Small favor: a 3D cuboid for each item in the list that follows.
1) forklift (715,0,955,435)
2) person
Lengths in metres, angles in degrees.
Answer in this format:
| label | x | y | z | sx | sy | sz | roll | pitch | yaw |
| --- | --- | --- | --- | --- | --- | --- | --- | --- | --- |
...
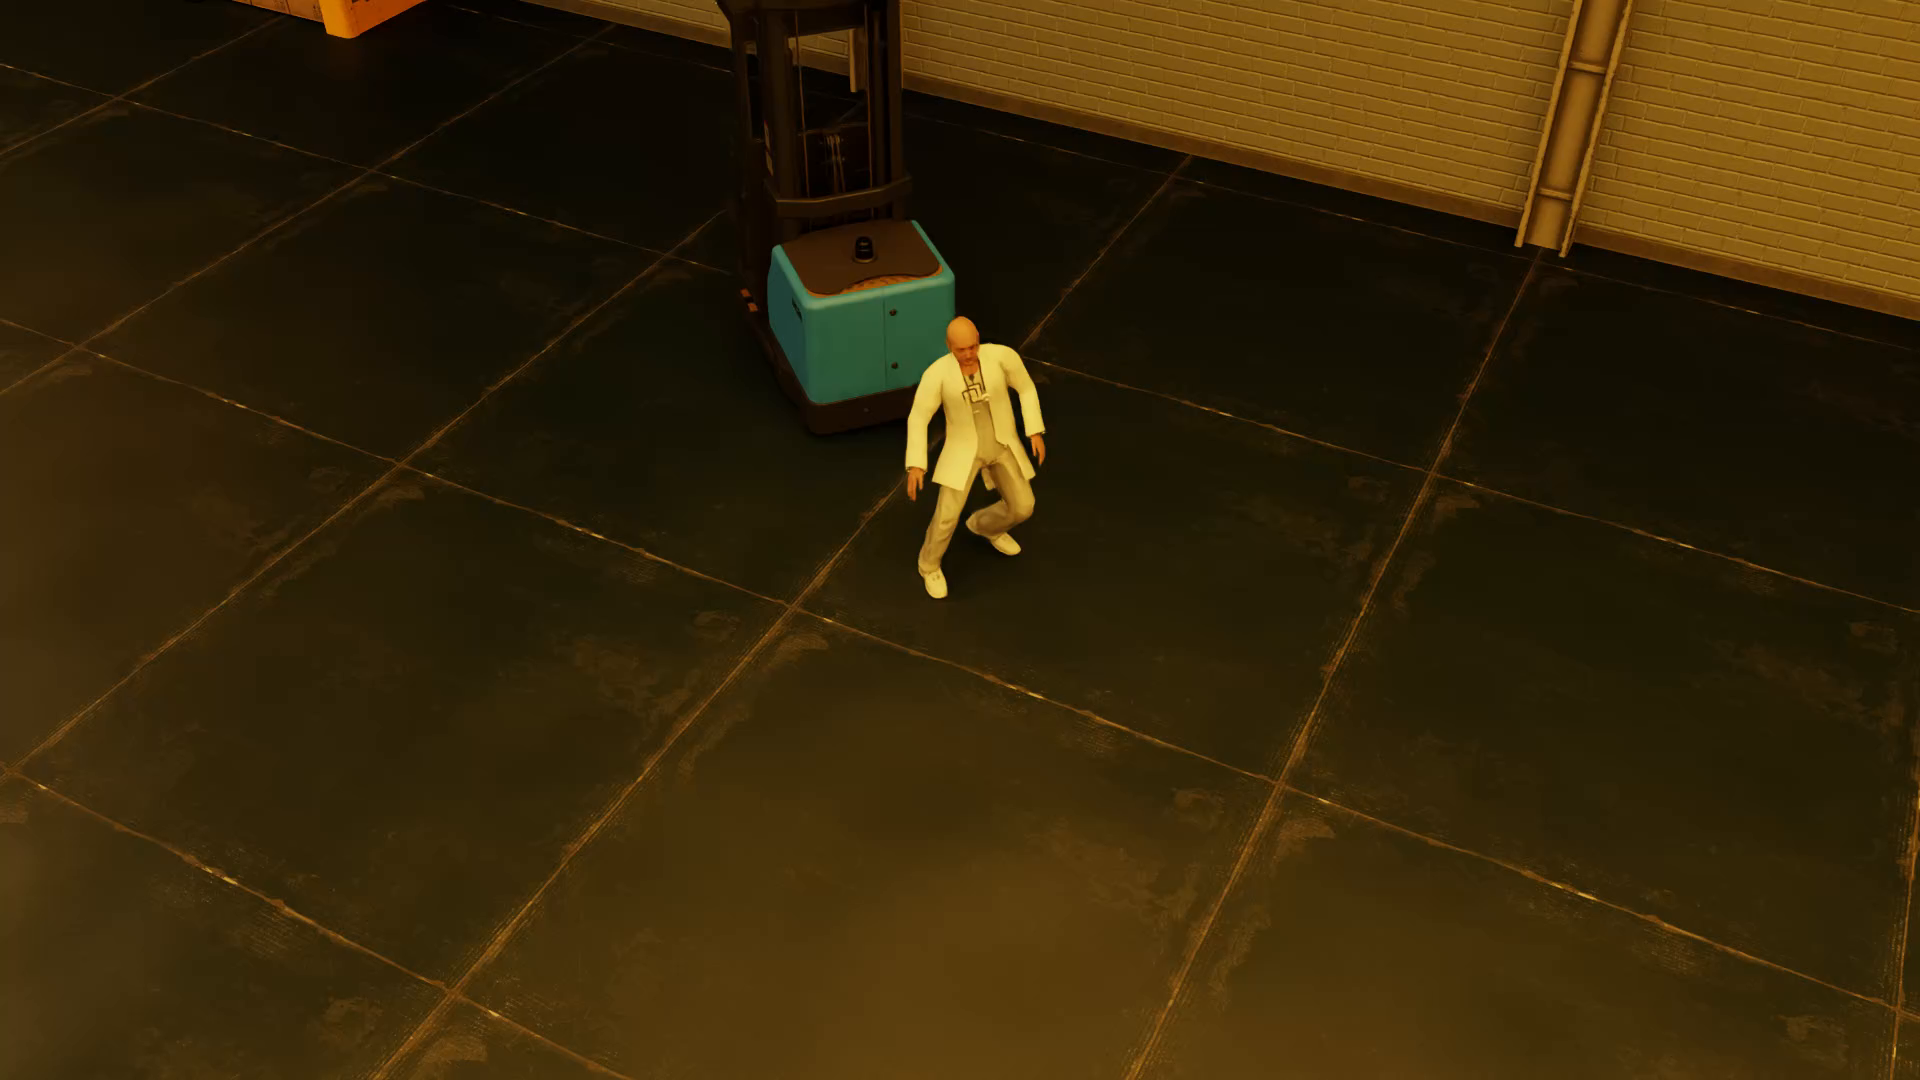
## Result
| label | x | y | z | sx | sy | sz | roll | pitch | yaw |
| --- | --- | --- | --- | --- | --- | --- | --- | --- | --- |
| forklift | -1.004 | -2.772 | 11.278 | 1.130 | 2.935 | 3.031 | -13 | 42 | -15 |
| person | 0.074 | -0.487 | 9.558 | 0.844 | 1.646 | 0.628 | -7 | 41 | -9 |
